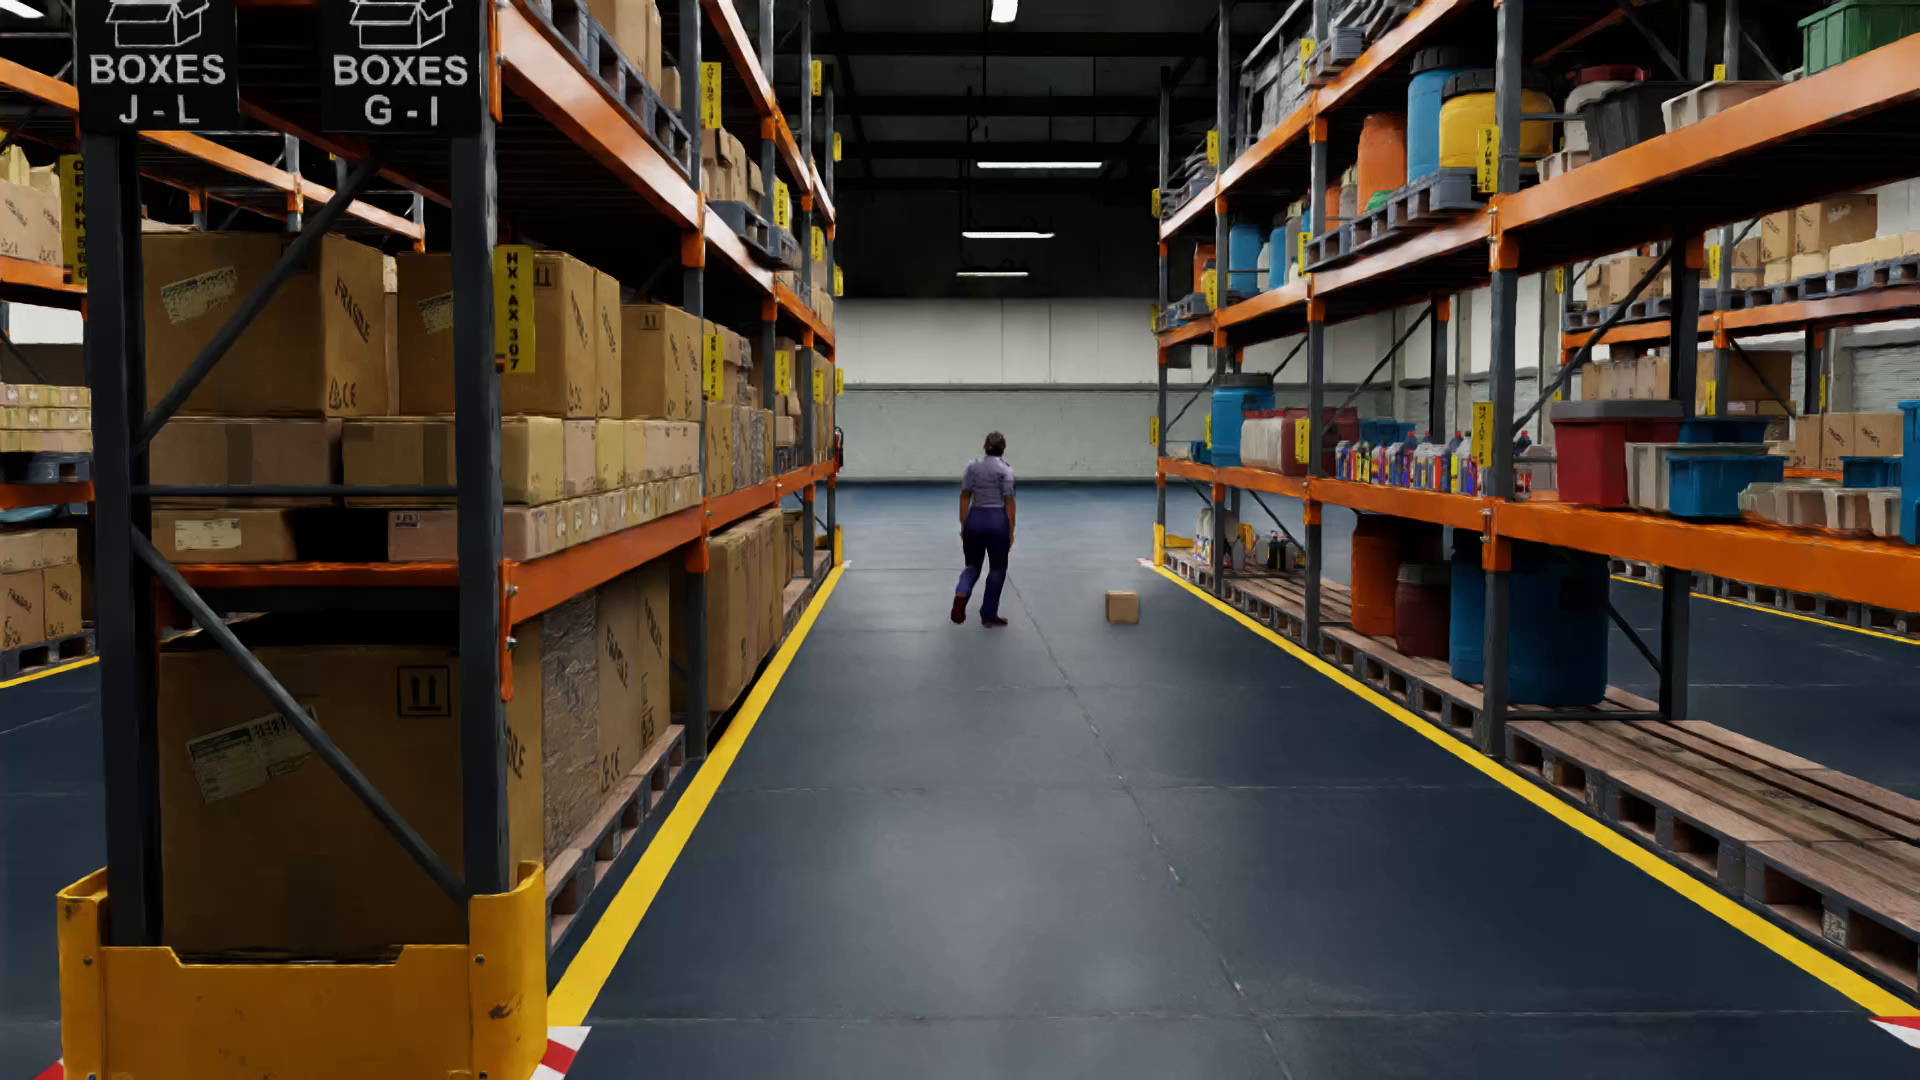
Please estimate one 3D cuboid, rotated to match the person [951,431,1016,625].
[{"bbox_3d":[0.221,-0.092,13.812,0.511,1.629,0.621,2,4,27],"label":"person"}]
